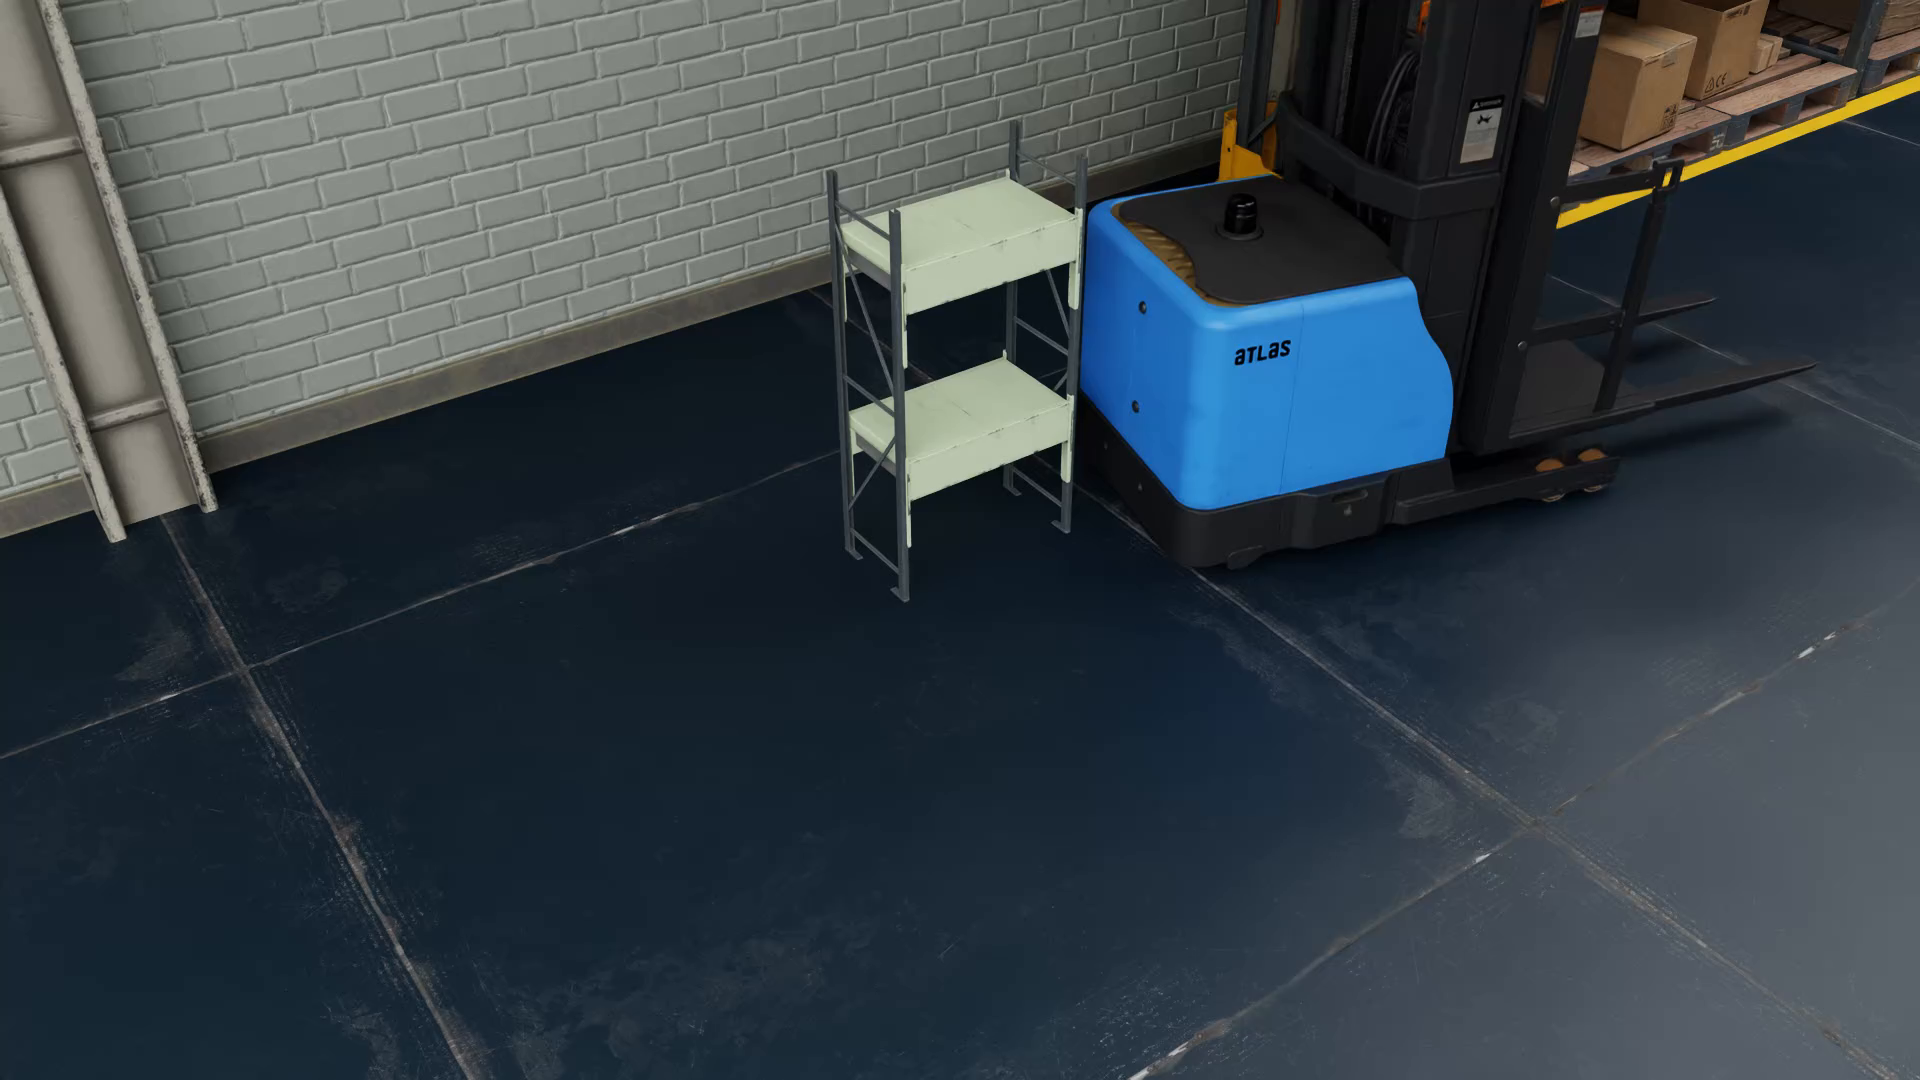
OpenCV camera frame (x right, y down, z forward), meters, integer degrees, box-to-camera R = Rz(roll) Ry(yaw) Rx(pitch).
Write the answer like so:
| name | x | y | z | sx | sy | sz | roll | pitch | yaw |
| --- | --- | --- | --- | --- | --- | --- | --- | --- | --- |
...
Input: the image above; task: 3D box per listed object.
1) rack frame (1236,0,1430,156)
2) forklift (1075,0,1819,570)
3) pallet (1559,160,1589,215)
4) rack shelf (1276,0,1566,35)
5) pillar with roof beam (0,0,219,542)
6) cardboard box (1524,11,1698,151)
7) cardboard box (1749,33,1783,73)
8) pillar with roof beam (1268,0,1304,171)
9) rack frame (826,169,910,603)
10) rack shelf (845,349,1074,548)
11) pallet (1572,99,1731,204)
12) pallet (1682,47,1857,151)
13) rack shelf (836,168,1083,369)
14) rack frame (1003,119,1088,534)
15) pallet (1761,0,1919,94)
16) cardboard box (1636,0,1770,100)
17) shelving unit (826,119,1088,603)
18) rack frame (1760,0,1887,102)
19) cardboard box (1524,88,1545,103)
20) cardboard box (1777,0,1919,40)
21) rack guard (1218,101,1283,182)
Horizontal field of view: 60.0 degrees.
| name | x | y | z | sx | sy | sz | roll | pitch | yaw |
| --- | --- | --- | --- | --- | --- | --- | --- | --- | --- |
| rack frame | 1.722 | -2.716 | 7.458 | 0.127 | 3.000 | 1.000 | -22 | 41 | -28 |
| forklift | 2.030 | -1.614 | 5.984 | 3.031 | 2.935 | 1.130 | -12 | 38 | -17 |
| pallet | 2.468 | -1.866 | 8.664 | 1.213 | 0.211 | 1.003 | -22 | 41 | -28 |
| rack shelf | 3.356 | -3.097 | 8.603 | 4.000 | 0.370 | 1.077 | -22 | 41 | -28 |
| pillar with roof beam | -0.629 | -1.727 | 0.944 | 0.400 | 9.000 | 9.100 | -22 | 41 | -28 |
| cardboard box | 3.434 | -2.484 | 8.899 | 0.500 | 0.500 | 0.700 | -25 | 43 | -31 |
| cardboard box | 4.571 | -2.896 | 9.757 | 0.250 | 0.166 | 0.380 | -28 | 44 | -33 |
| pillar with roof beam | 4.276 | -3.745 | 3.750 | 0.400 | 9.000 | 9.100 | -22 | 41 | -28 |
| rack frame | -0.305 | -0.484 | 5.638 | 0.023 | 1.500 | 0.400 | -22 | 41 | -28 |
| rack shelf | -0.005 | -0.342 | 5.999 | 0.720 | 0.370 | 0.431 | -22 | 41 | -28 |
| pallet | 3.465 | -2.274 | 9.231 | 1.213 | 0.211 | 1.003 | -22 | 41 | -28 |
| pallet | 4.463 | -2.687 | 9.805 | 1.213 | 0.211 | 1.003 | -22 | 41 | -28 |
| rack shelf | -0.005 | -0.923 | 5.581 | 0.720 | 0.370 | 0.431 | -22 | 41 | -28 |
| rack frame | 0.294 | -0.730 | 5.980 | 0.023 | 1.500 | 0.400 | -22 | 41 | -28 |
| pallet | 5.627 | -3.192 | 10.507 | 1.213 | 0.211 | 1.003 | -22 | 41 | -28 |
| cardboard box | 4.166 | -2.857 | 9.418 | 0.500 | 0.500 | 0.500 | -26 | 43 | -31 |
| shelving unit | -0.005 | -0.607 | 5.809 | 0.755 | 1.500 | 0.431 | -22 | 41 | -28 |
| rack frame | 4.991 | -4.062 | 9.328 | 0.127 | 3.000 | 1.000 | -22 | 41 | -28 |
| cardboard box | 2.805 | -2.185 | 8.645 | 0.500 | 0.311 | 0.500 | -19 | 40 | -24 |
| cardboard box | 5.583 | -3.481 | 10.285 | 0.500 | 0.500 | 0.700 | -21 | 41 | -26 |
| rack guard | 1.784 | -1.727 | 8.223 | 0.348 | 0.500 | 1.175 | -22 | 41 | -28 |
